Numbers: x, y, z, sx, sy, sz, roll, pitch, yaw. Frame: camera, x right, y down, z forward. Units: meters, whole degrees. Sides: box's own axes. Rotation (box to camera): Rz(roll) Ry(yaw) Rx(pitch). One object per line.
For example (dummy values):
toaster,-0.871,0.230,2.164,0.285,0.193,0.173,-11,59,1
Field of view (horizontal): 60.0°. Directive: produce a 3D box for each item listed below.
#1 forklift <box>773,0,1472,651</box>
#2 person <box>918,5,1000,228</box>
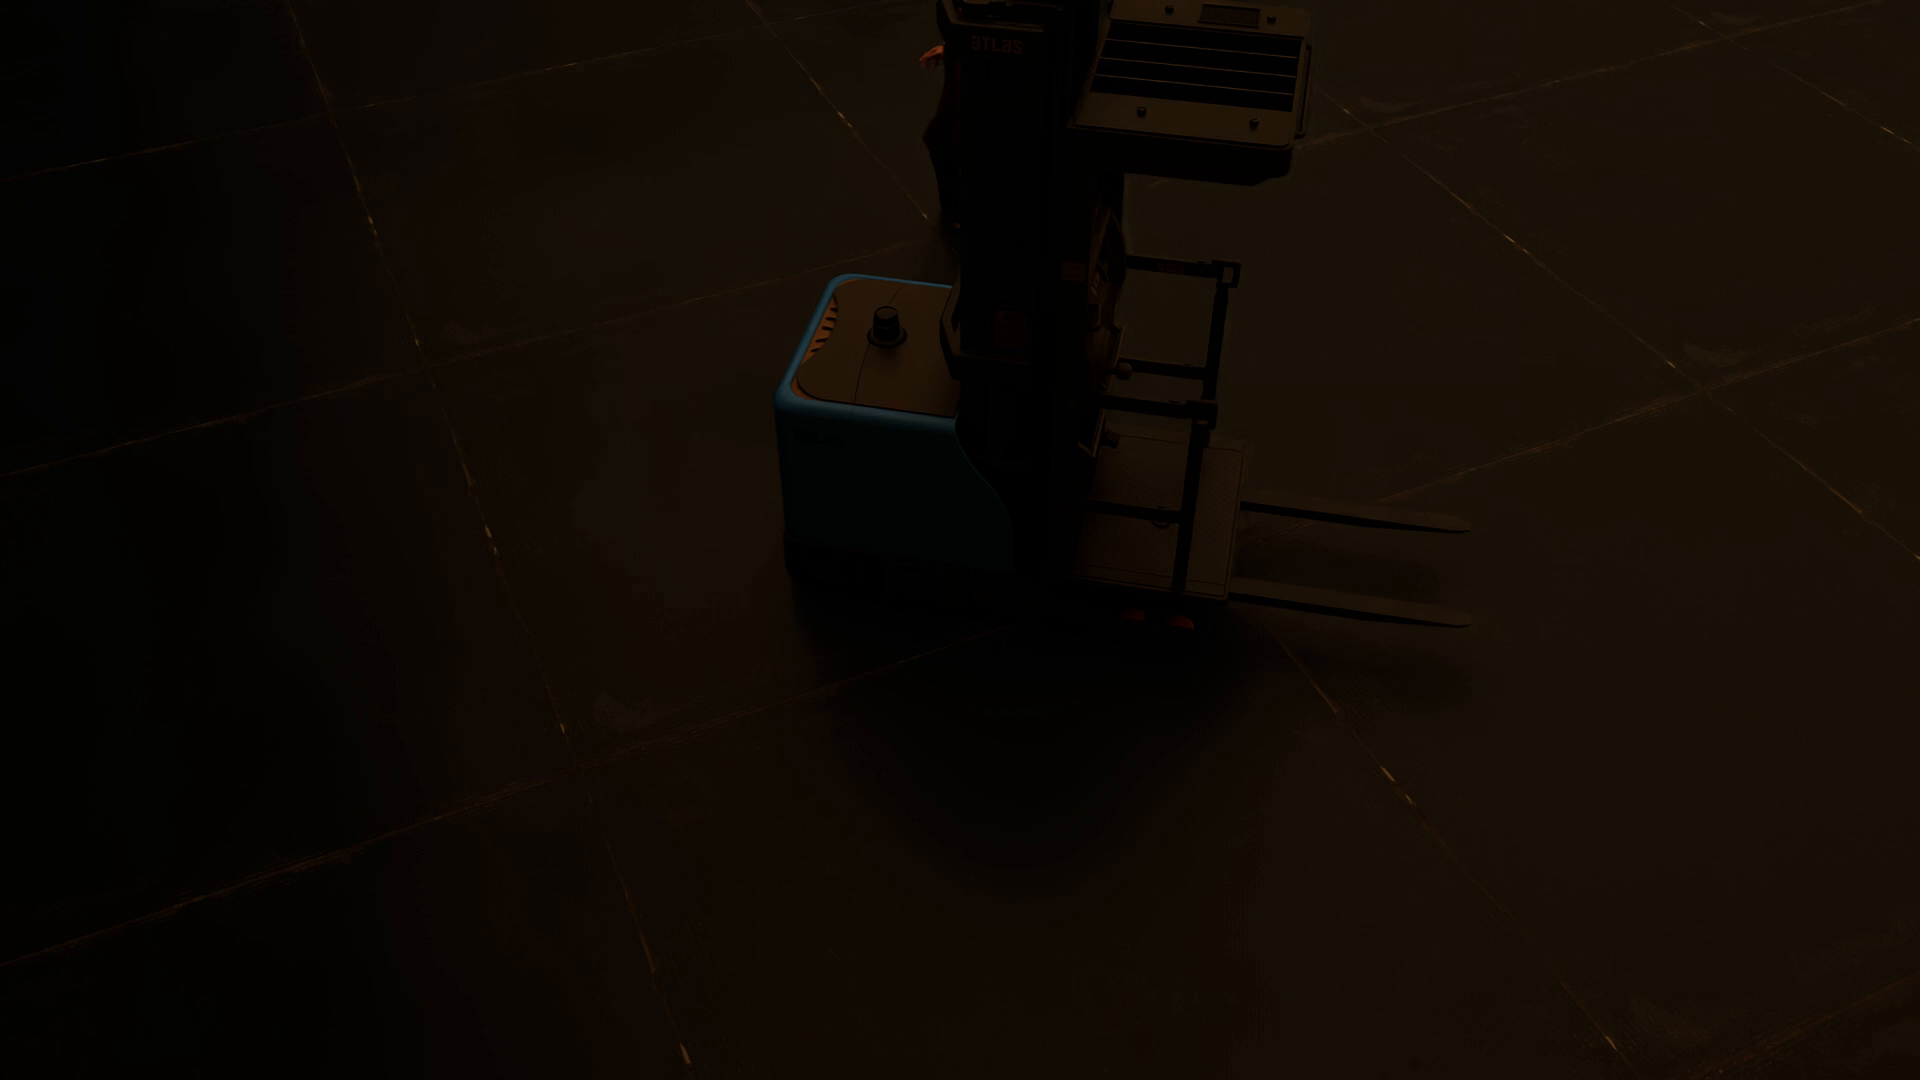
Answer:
forklift,0.777,-0.981,6.731,3.031,2.935,1.130,8,44,9
person,0.064,-2.299,9.072,0.613,1.727,1.009,-19,46,-19
